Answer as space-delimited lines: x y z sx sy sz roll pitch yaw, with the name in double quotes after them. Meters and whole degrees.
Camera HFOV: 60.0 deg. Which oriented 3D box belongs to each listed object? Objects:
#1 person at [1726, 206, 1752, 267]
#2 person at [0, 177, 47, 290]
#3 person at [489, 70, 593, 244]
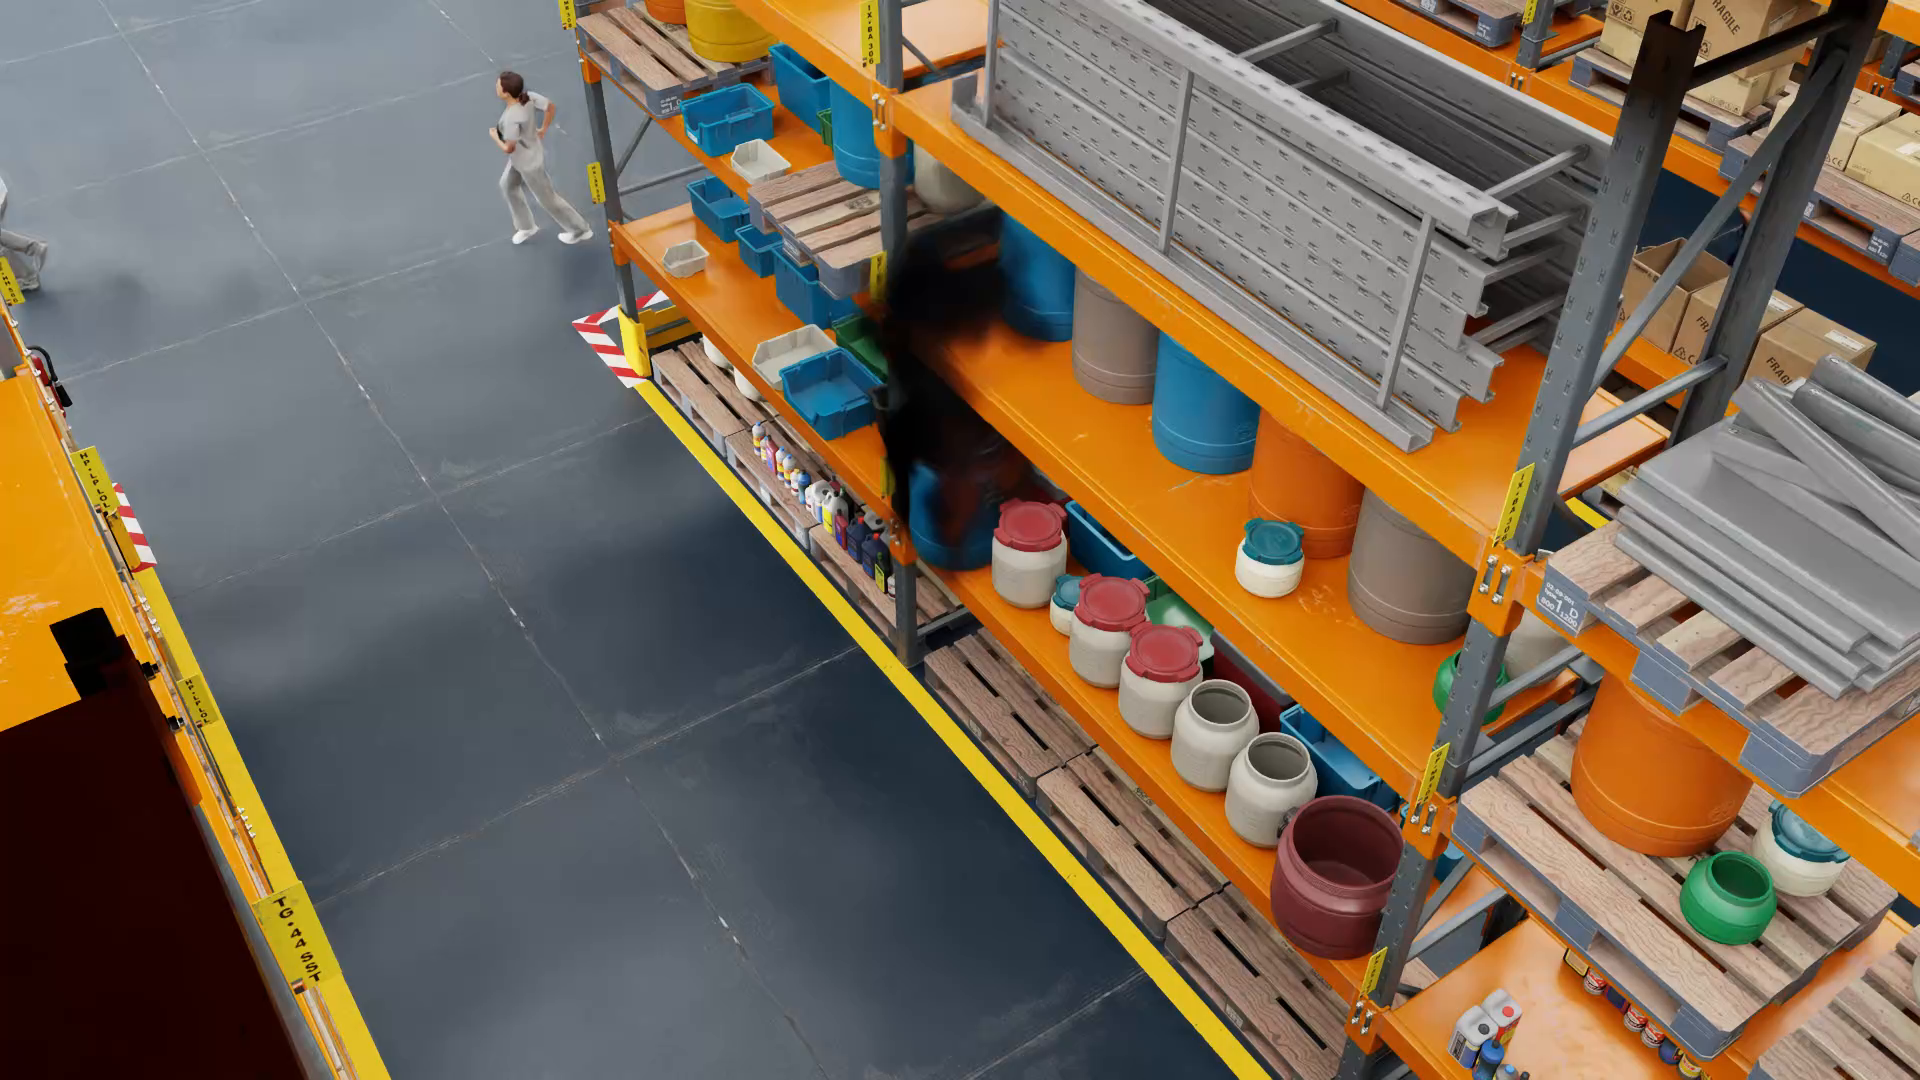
6.298 -2.255 13.069 0.587 1.597 0.866 -27 49 -27 "person"
-7.939 -2.768 13.490 0.576 1.726 0.643 -9 43 -10 "person"
-3.558 -3.143 13.935 0.742 1.694 0.552 -1 43 -1 "person"
